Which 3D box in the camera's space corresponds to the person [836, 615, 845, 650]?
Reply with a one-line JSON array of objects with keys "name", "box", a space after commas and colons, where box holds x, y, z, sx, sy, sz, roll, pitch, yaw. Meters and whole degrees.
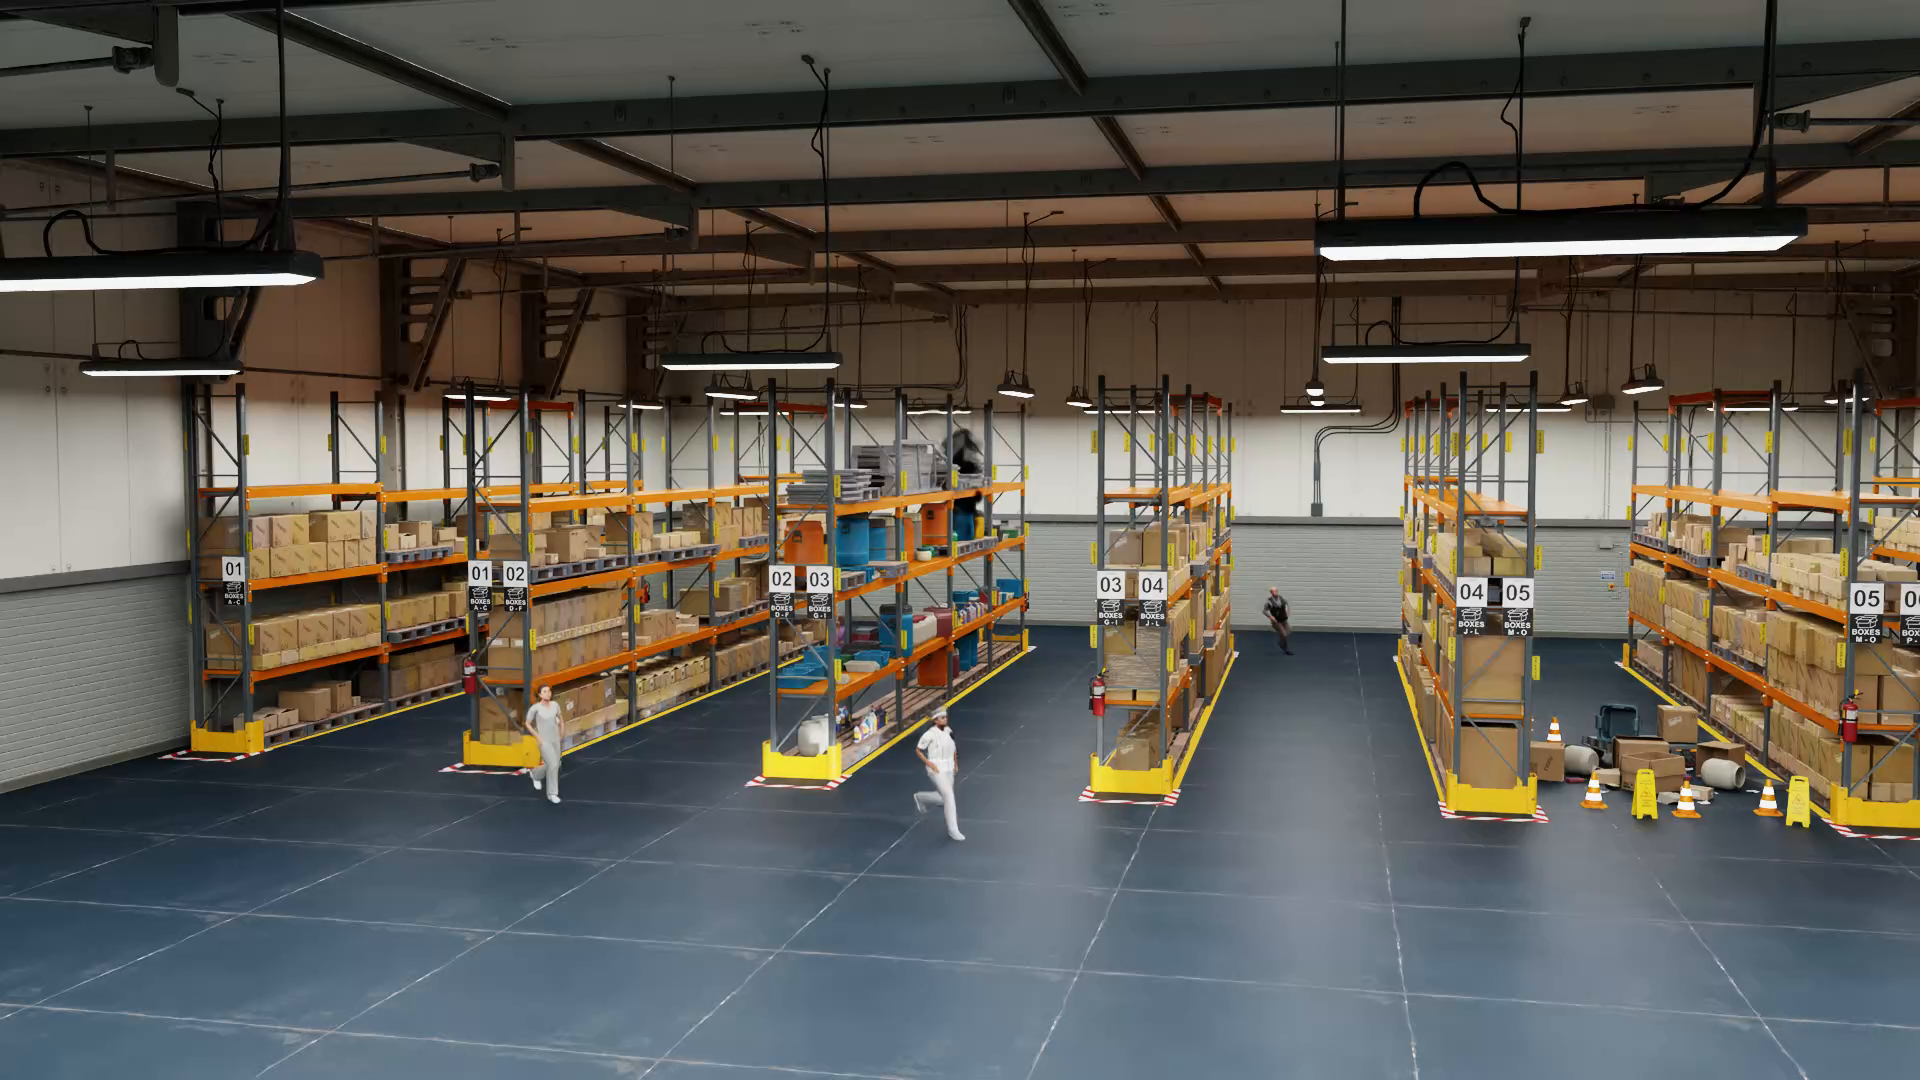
[{"name": "person", "box": [-2.420, 2.313, 33.091, 0.526, 1.604, 0.722, 1, 3, 13]}]

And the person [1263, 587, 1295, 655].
[{"name": "person", "box": [7.571, 1.920, 39.656, 0.816, 1.632, 0.669, -1, 4, -25]}]

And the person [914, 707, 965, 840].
[{"name": "person", "box": [-0.267, 2.971, 21.371, 0.919, 1.690, 0.559, 3, 4, 40]}]

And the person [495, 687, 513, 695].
[{"name": "person", "box": [-8.320, 2.343, 30.597, 0.686, 1.810, 0.987, 0, 3, 0]}]

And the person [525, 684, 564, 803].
[{"name": "person", "box": [-5.855, 2.847, 23.477, 0.710, 1.655, 0.564, 3, 5, 44]}]
